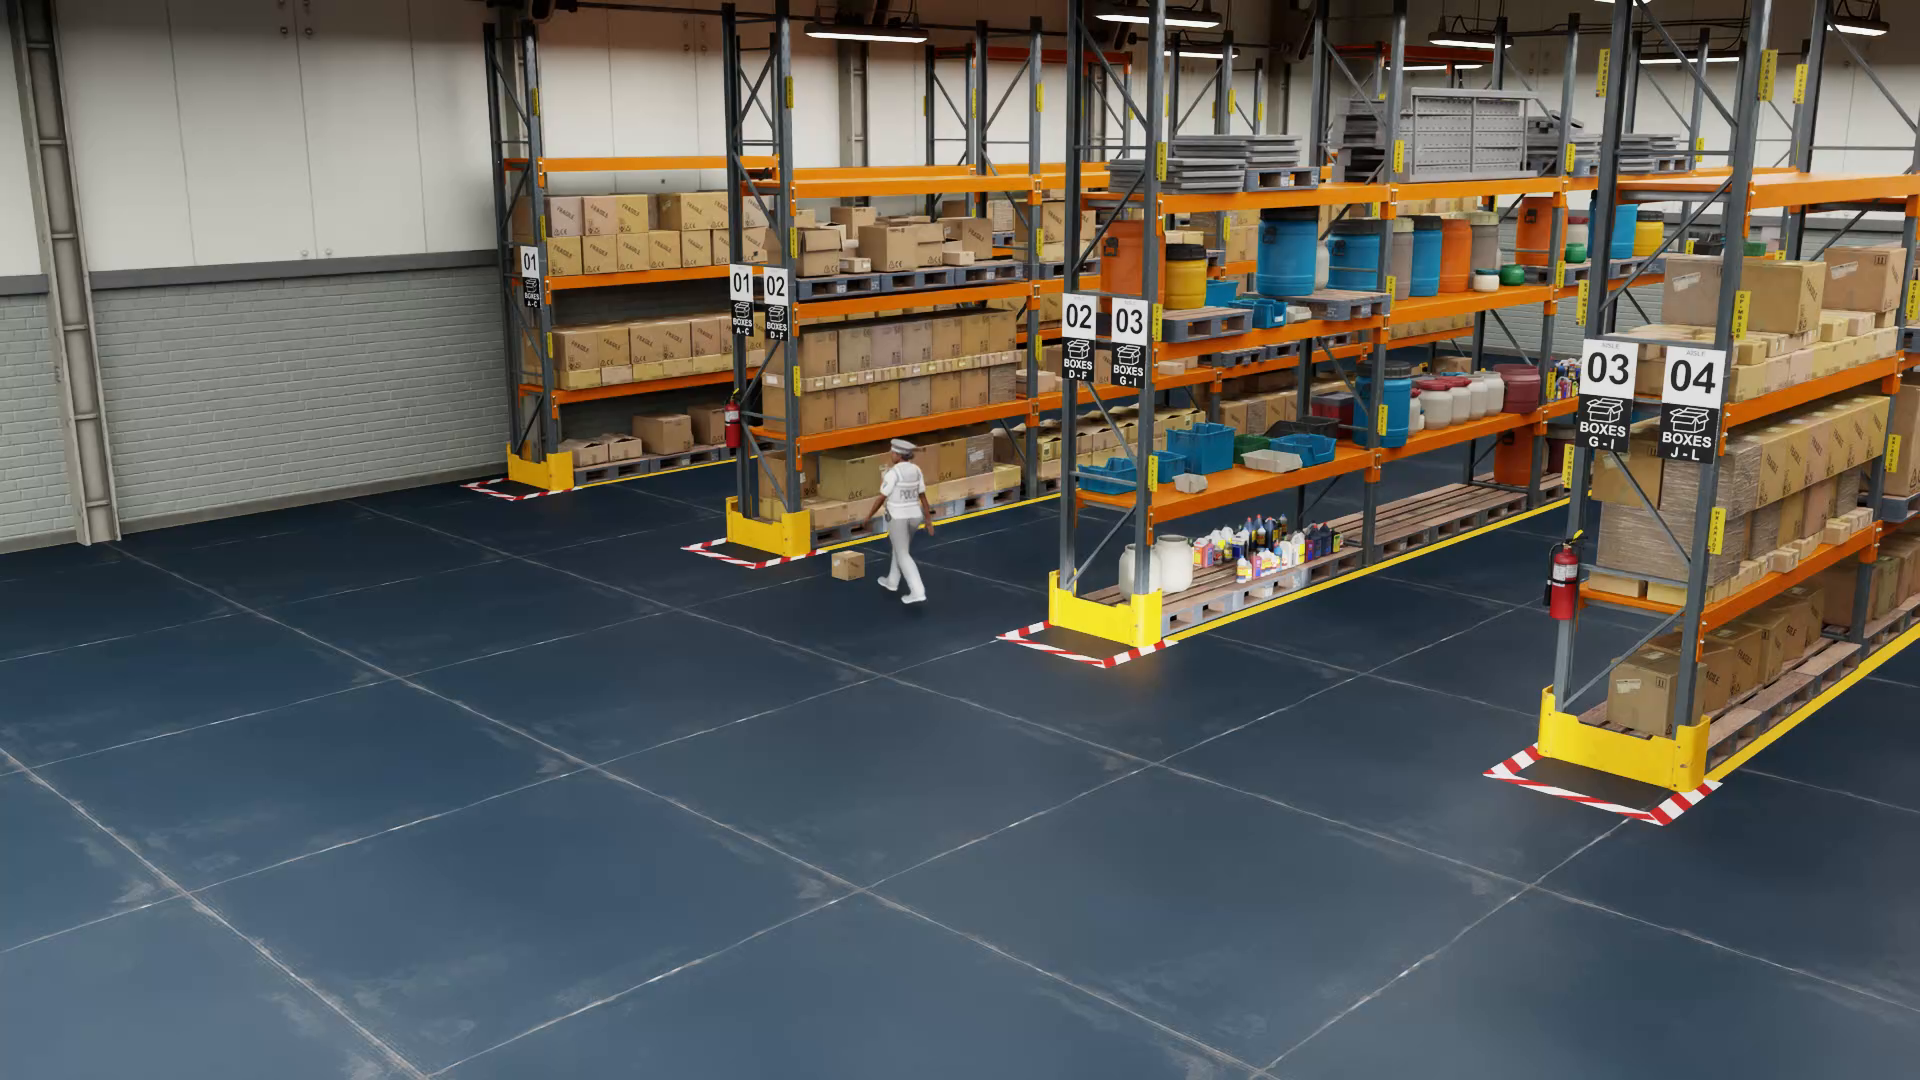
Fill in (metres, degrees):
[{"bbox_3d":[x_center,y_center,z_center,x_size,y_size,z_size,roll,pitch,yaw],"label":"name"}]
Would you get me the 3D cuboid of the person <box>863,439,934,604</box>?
[{"bbox_3d":[-0.601,-0.211,16.820,0.567,1.629,1.003,-12,18,-40],"label":"person"}]
